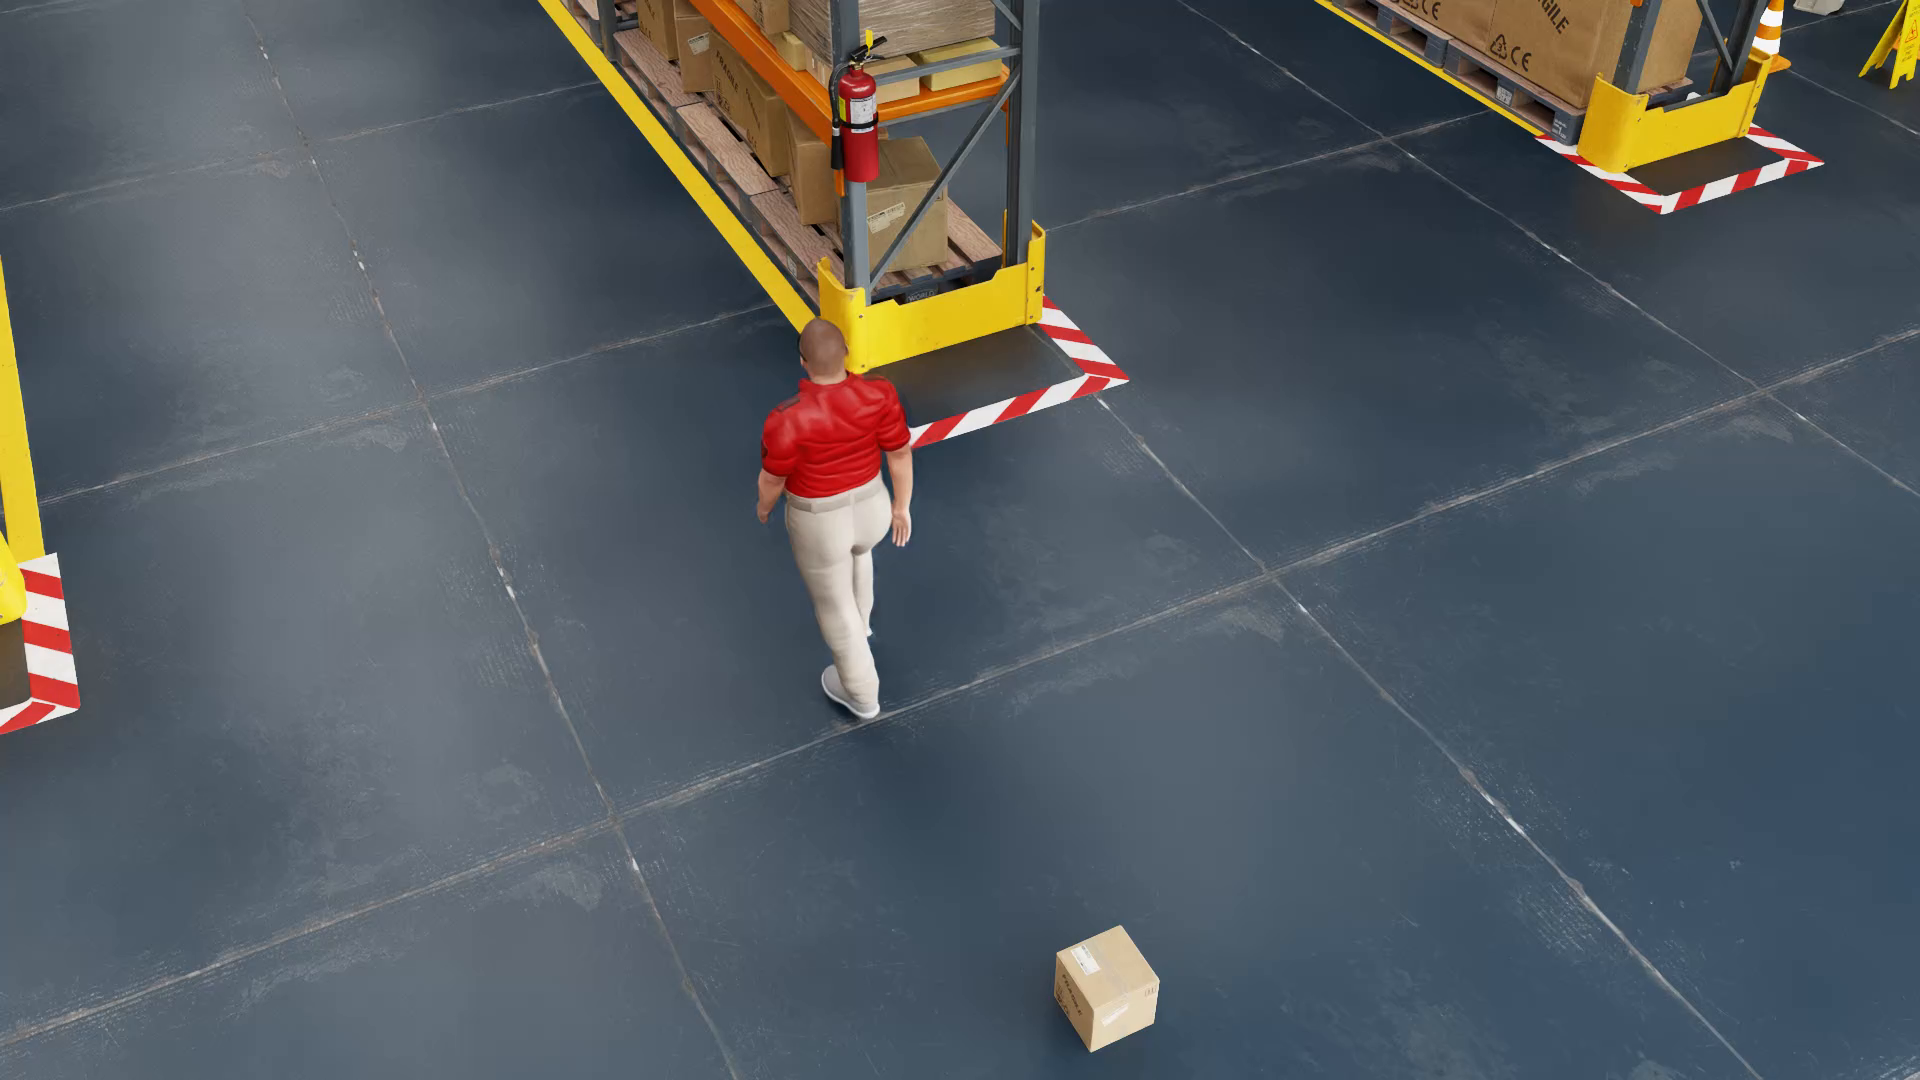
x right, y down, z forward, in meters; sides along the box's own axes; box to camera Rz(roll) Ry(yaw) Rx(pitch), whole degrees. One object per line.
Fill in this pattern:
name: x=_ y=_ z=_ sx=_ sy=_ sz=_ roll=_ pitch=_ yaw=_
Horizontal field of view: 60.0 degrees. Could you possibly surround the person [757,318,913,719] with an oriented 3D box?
person: x=-0.488 y=-0.090 z=6.307 sx=0.547 sy=1.793 sz=0.663 roll=-22 pitch=46 yaw=-24
